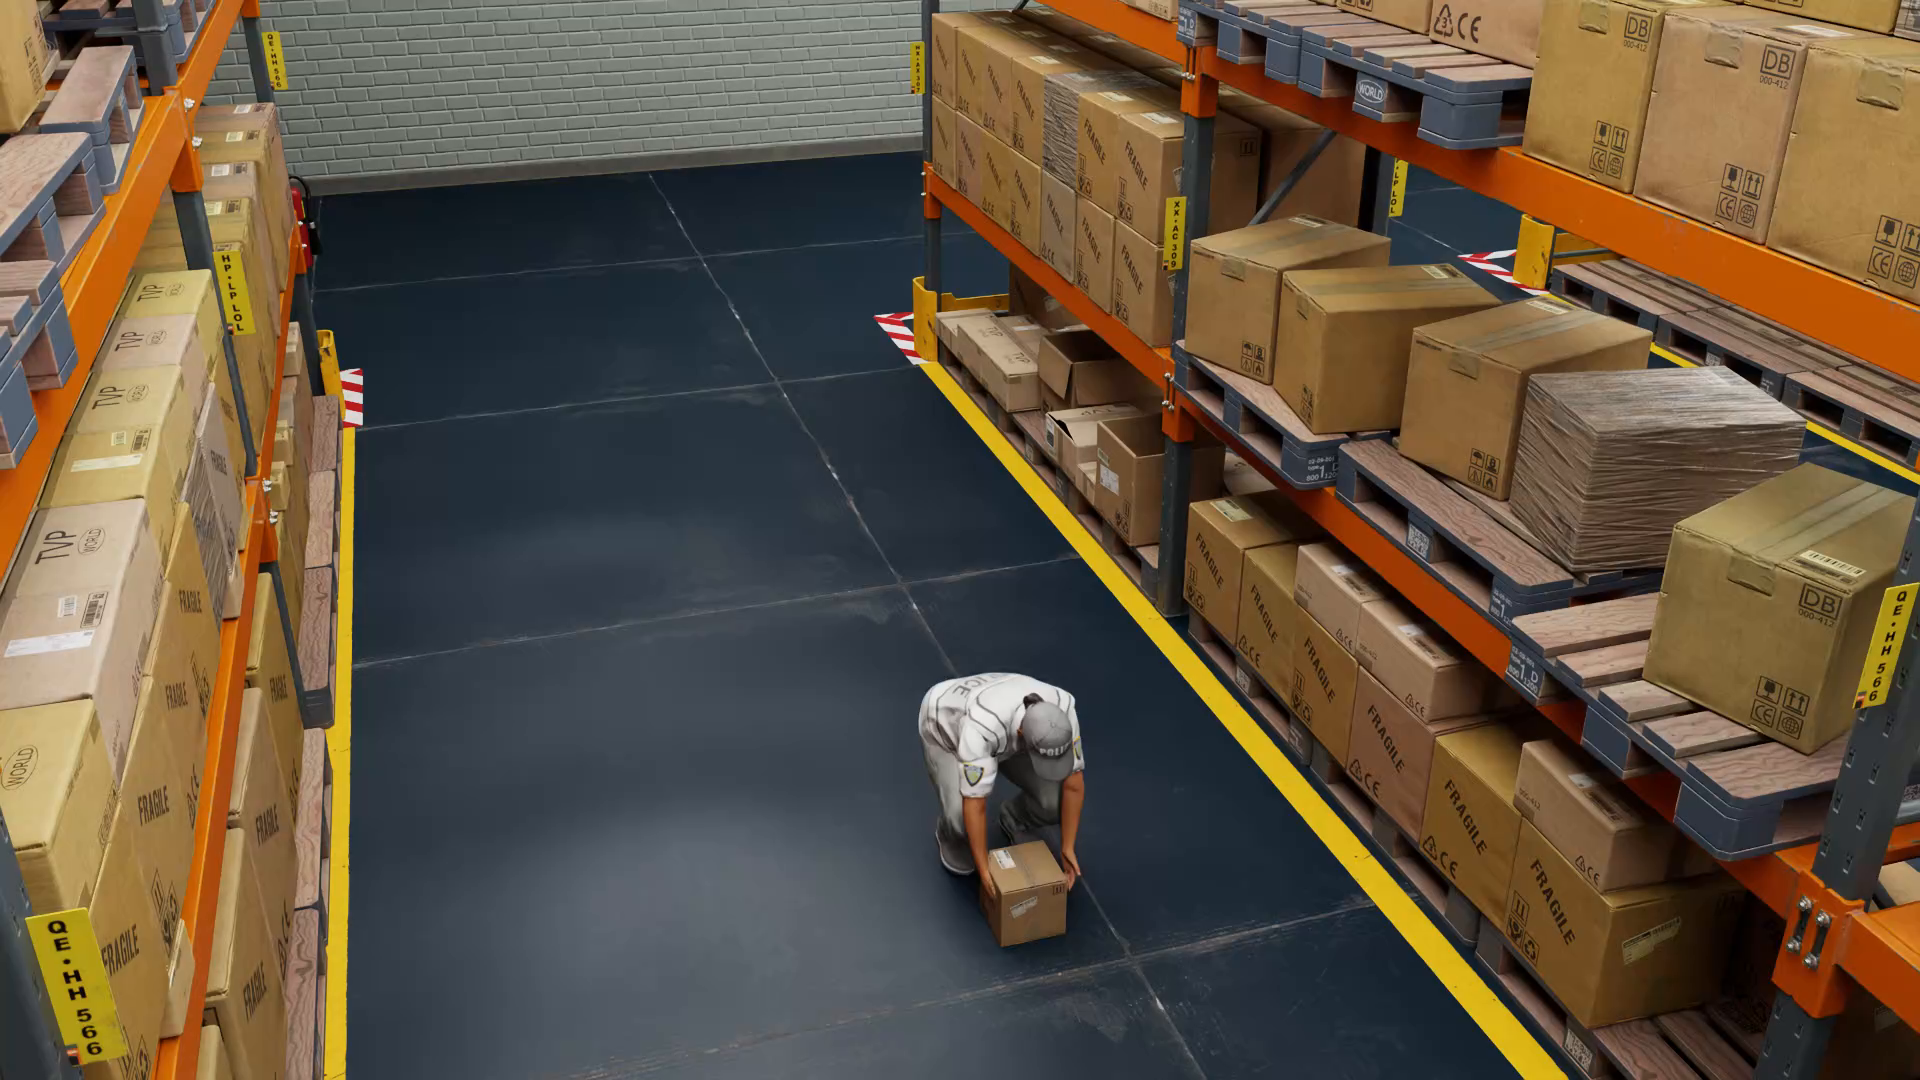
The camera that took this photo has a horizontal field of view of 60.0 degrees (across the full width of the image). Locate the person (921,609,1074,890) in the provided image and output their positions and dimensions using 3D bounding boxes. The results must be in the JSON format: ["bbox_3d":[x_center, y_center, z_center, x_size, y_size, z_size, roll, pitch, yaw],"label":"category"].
[{"bbox_3d":[0.174,0.807,6.151,0.494,0.946,0.950,-9,28,-18],"label":"person"}]
